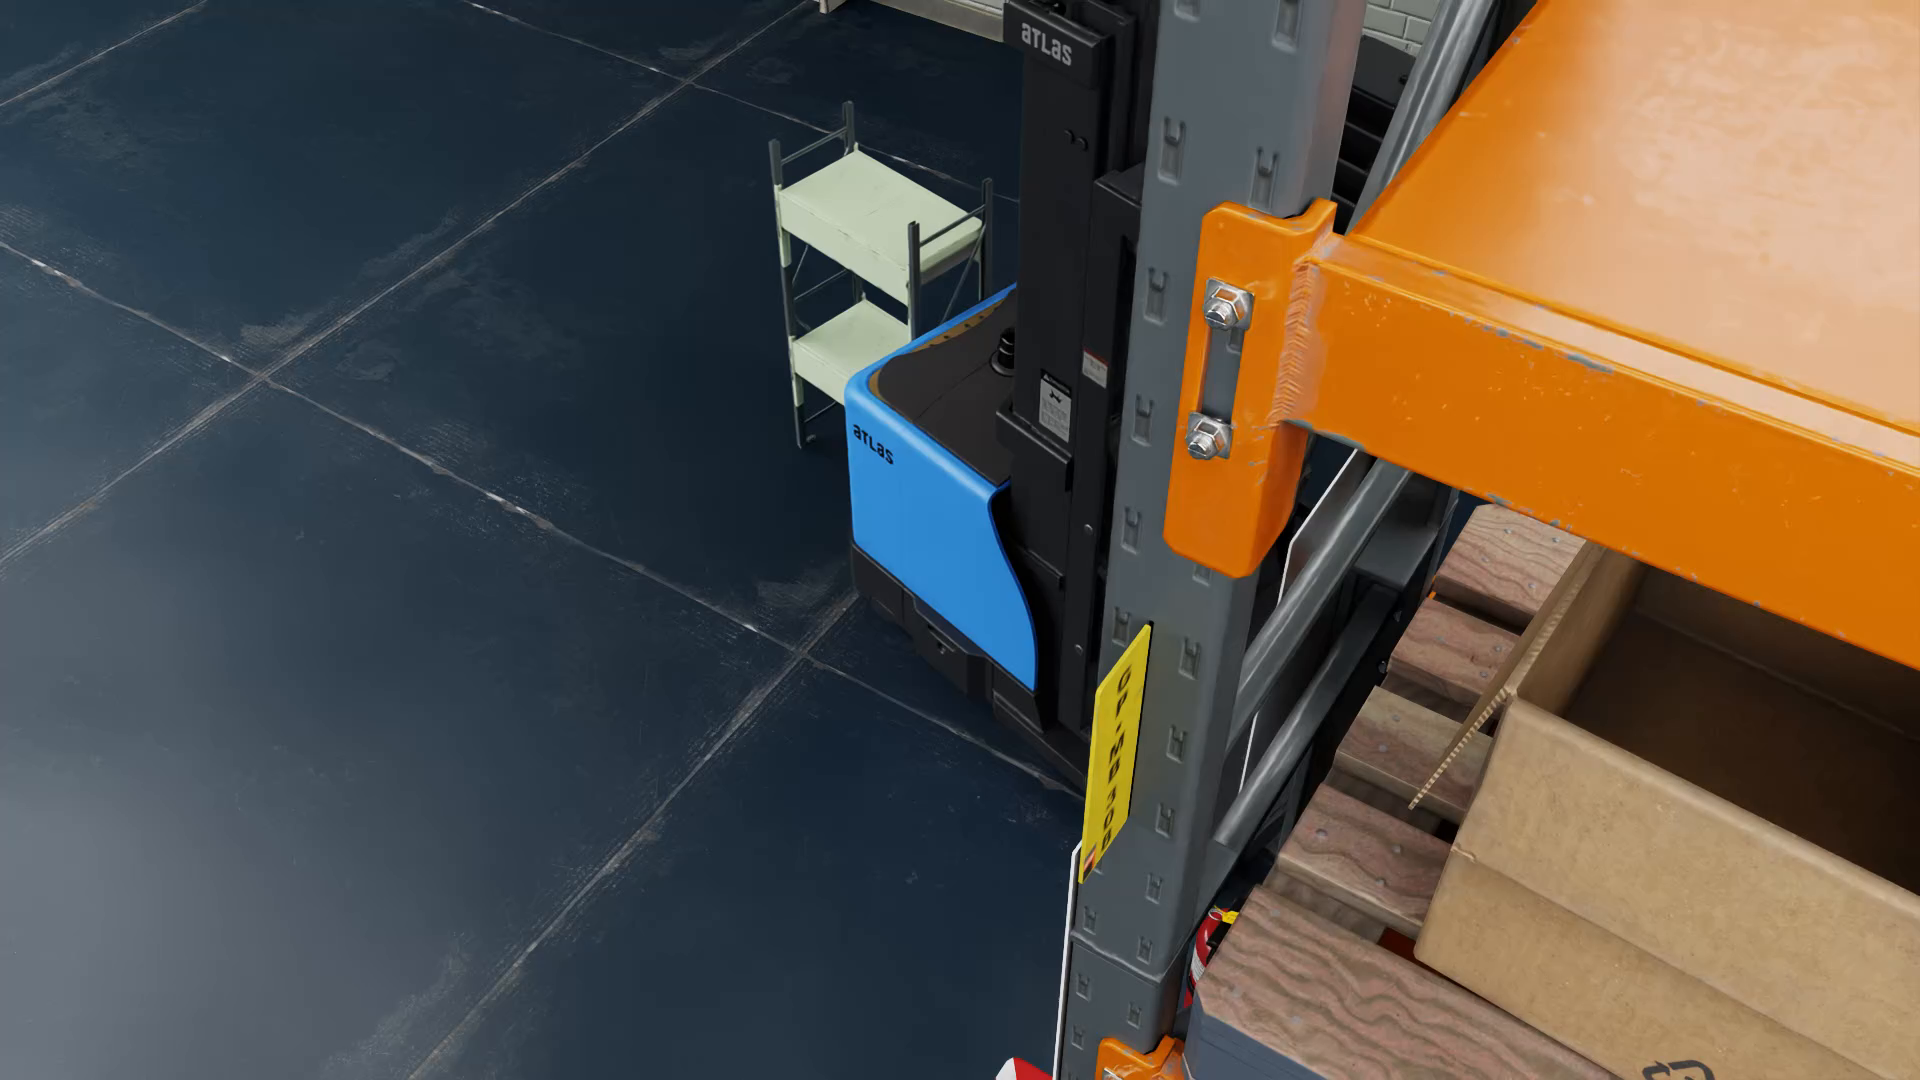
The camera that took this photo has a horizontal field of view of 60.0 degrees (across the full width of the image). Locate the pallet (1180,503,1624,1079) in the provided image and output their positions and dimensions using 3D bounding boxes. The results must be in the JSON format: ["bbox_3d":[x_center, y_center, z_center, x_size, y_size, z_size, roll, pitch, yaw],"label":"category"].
[{"bbox_3d":[1.041,0.543,2.101,1.213,0.211,1.003,25,51,22],"label":"pallet"}]

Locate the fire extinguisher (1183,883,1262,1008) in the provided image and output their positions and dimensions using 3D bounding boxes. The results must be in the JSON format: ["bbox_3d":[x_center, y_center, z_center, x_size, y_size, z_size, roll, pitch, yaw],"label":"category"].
[{"bbox_3d":[0.611,0.969,3.771,0.183,0.674,0.296,25,51,22],"label":"fire extinguisher"}]

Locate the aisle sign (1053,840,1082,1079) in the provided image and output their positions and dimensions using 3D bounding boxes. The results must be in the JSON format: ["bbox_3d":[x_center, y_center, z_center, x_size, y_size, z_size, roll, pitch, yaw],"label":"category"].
[{"bbox_3d":[0.239,0.522,2.339,0.004,0.787,0.394,25,51,22],"label":"aisle sign"}]

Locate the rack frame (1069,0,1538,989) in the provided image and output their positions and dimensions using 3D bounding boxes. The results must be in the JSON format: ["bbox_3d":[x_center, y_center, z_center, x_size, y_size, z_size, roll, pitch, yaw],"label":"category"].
[{"bbox_3d":[0.460,-0.822,1.274,0.127,3.000,1.000,25,51,22],"label":"rack frame"}]

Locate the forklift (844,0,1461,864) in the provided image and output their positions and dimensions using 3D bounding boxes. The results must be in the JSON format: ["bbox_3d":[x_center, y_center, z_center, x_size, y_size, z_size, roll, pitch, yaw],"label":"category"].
[{"bbox_3d":[0.941,-0.281,4.979,1.130,2.935,3.031,-33,54,-28],"label":"forklift"}]

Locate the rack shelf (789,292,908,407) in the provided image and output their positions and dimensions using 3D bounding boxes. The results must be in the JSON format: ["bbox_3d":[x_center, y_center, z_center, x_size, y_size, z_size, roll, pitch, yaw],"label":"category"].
[{"bbox_3d":[-0.291,-0.616,6.757,0.720,0.370,0.431,35,55,29],"label":"rack shelf"}]

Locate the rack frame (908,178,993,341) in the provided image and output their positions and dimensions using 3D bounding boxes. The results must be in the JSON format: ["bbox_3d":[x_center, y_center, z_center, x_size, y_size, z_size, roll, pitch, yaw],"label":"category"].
[{"bbox_3d":[-0.031,-0.658,6.344,0.023,1.500,0.400,35,55,29],"label":"rack frame"}]

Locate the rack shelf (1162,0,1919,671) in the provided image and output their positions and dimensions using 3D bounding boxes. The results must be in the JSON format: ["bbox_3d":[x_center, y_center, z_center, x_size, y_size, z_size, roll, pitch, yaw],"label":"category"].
[{"bbox_3d":[2.143,0.342,0.923,4.000,0.370,1.077,25,51,22],"label":"rack shelf"}]

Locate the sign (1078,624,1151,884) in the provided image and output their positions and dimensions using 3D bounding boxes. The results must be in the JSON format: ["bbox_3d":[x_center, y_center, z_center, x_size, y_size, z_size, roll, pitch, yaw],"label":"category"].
[{"bbox_3d":[0.155,0.224,1.685,0.005,0.325,0.100,25,51,22],"label":"sign"}]

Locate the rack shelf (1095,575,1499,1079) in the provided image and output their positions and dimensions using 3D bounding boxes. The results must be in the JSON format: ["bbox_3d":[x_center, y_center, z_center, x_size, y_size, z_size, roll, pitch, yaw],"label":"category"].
[{"bbox_3d":[2.143,1.248,1.856,4.000,0.370,1.077,25,51,22],"label":"rack shelf"}]

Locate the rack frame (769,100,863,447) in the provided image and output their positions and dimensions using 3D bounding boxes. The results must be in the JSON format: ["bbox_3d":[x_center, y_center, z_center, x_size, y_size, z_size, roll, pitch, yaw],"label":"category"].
[{"bbox_3d":[-0.551,-1.028,6.703,0.023,1.500,0.400,35,55,29],"label":"rack frame"}]

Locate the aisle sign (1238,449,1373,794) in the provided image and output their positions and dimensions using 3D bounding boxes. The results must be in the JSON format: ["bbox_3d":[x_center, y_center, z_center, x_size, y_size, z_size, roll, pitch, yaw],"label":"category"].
[{"bbox_3d":[0.563,0.160,2.691,0.004,0.787,0.394,25,51,22],"label":"aisle sign"}]

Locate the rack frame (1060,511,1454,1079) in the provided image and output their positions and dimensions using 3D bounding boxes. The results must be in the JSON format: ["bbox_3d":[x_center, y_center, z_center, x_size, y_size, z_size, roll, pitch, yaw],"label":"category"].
[{"bbox_3d":[0.460,1.268,3.426,0.127,3.000,1.000,25,51,22],"label":"rack frame"}]

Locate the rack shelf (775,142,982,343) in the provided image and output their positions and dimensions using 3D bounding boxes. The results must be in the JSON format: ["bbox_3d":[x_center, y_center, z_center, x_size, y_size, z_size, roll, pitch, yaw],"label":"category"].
[{"bbox_3d":[-0.291,-1.115,6.244,0.720,0.370,0.431,35,55,29],"label":"rack shelf"}]

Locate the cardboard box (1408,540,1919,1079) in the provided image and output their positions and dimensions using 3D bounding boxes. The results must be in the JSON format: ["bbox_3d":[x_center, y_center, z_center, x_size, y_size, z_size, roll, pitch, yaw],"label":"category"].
[{"bbox_3d":[0.941,0.217,1.894,0.637,0.503,0.797,28,52,25],"label":"cardboard box"}]

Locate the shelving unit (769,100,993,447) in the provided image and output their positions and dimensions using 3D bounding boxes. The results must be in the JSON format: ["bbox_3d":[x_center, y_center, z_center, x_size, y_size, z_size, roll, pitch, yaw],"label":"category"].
[{"bbox_3d":[-0.291,-0.843,6.523,0.755,1.500,0.431,35,55,29],"label":"shelving unit"}]
